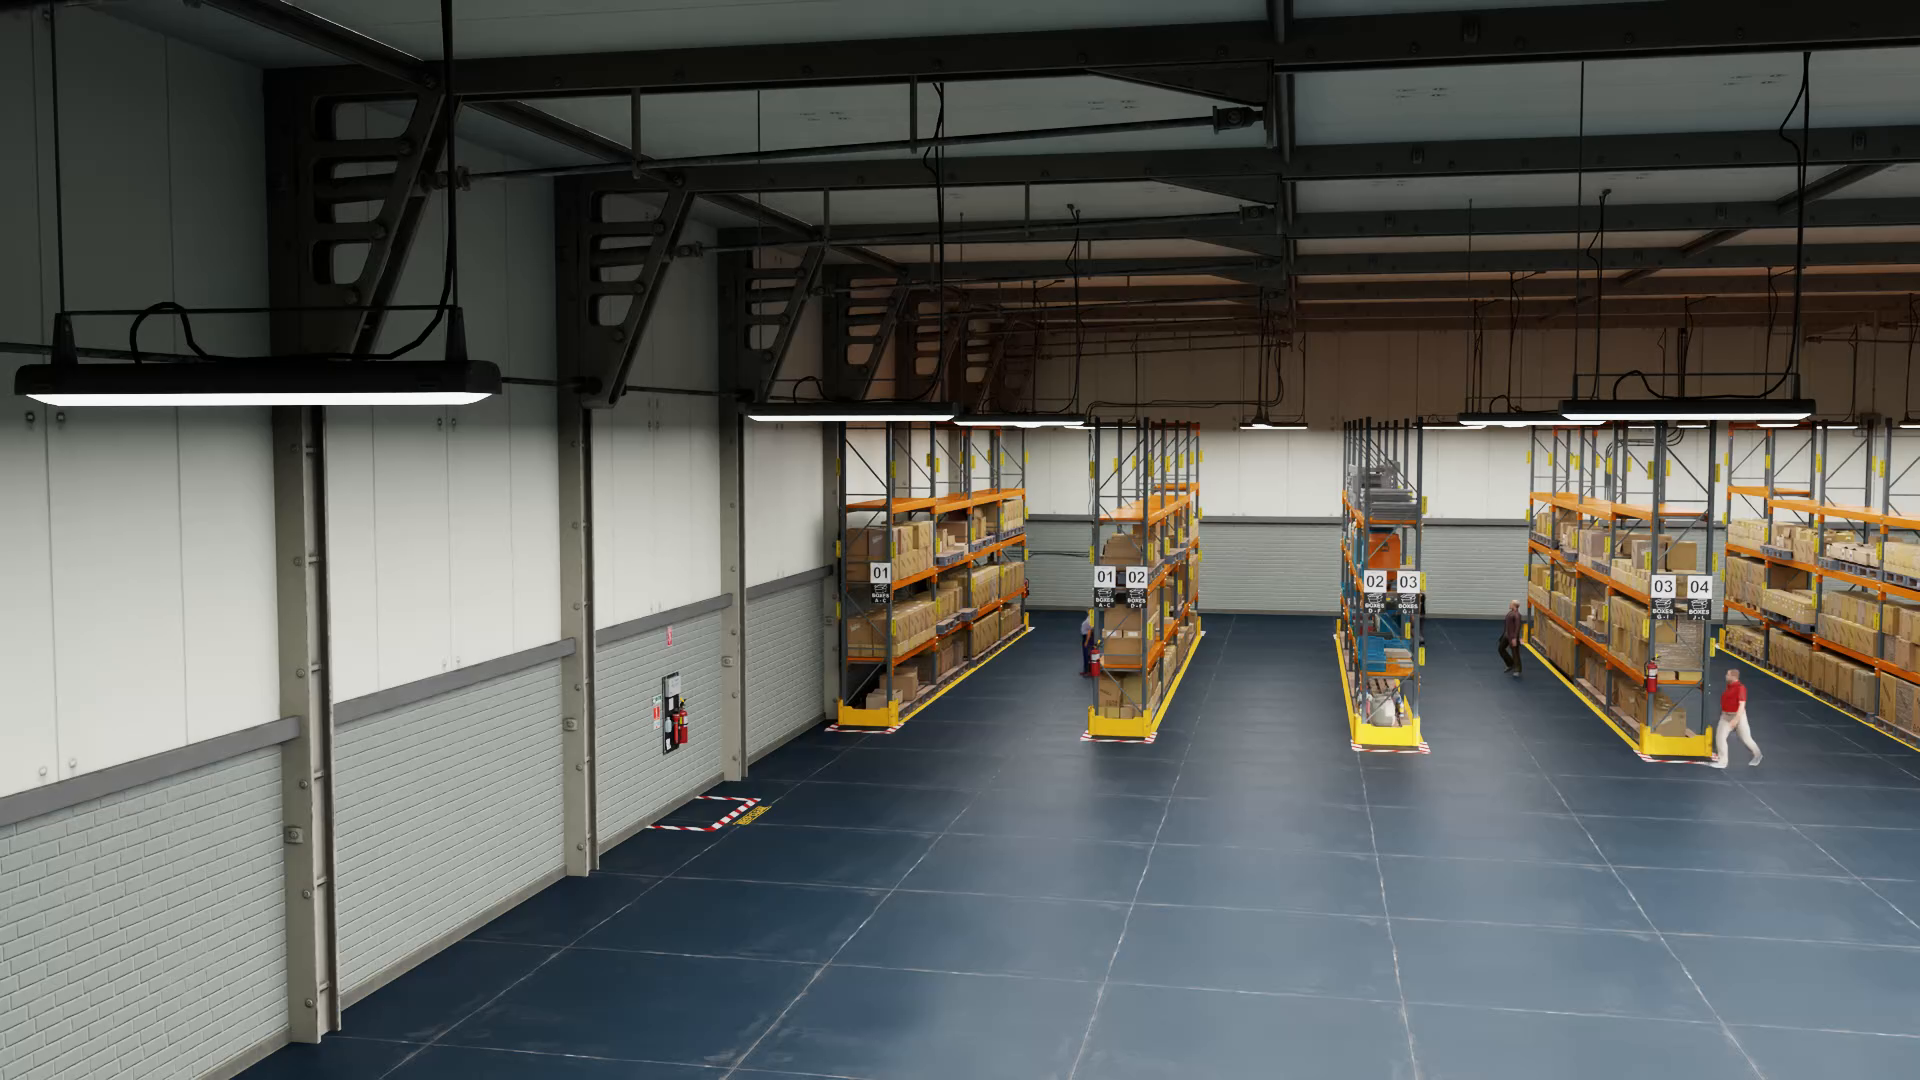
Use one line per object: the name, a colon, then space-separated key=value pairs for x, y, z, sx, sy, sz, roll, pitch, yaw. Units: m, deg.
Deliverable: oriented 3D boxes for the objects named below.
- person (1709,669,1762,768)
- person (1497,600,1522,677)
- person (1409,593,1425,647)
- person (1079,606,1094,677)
person: x=13.218 y=3.042 z=28.323 sx=0.947 sy=1.690 sz=0.493 roll=-2 pitch=4 yaw=-32
person: x=12.980 y=2.288 z=39.083 sx=0.469 sy=1.778 sz=0.709 roll=-1 pitch=4 yaw=-14
person: x=12.063 y=2.014 z=43.834 sx=0.452 sy=1.725 sz=0.671 roll=2 pitch=4 yaw=32
person: x=3.015 y=2.372 z=39.062 sx=0.414 sy=1.643 sz=0.550 roll=0 pitch=4 yaw=-3
